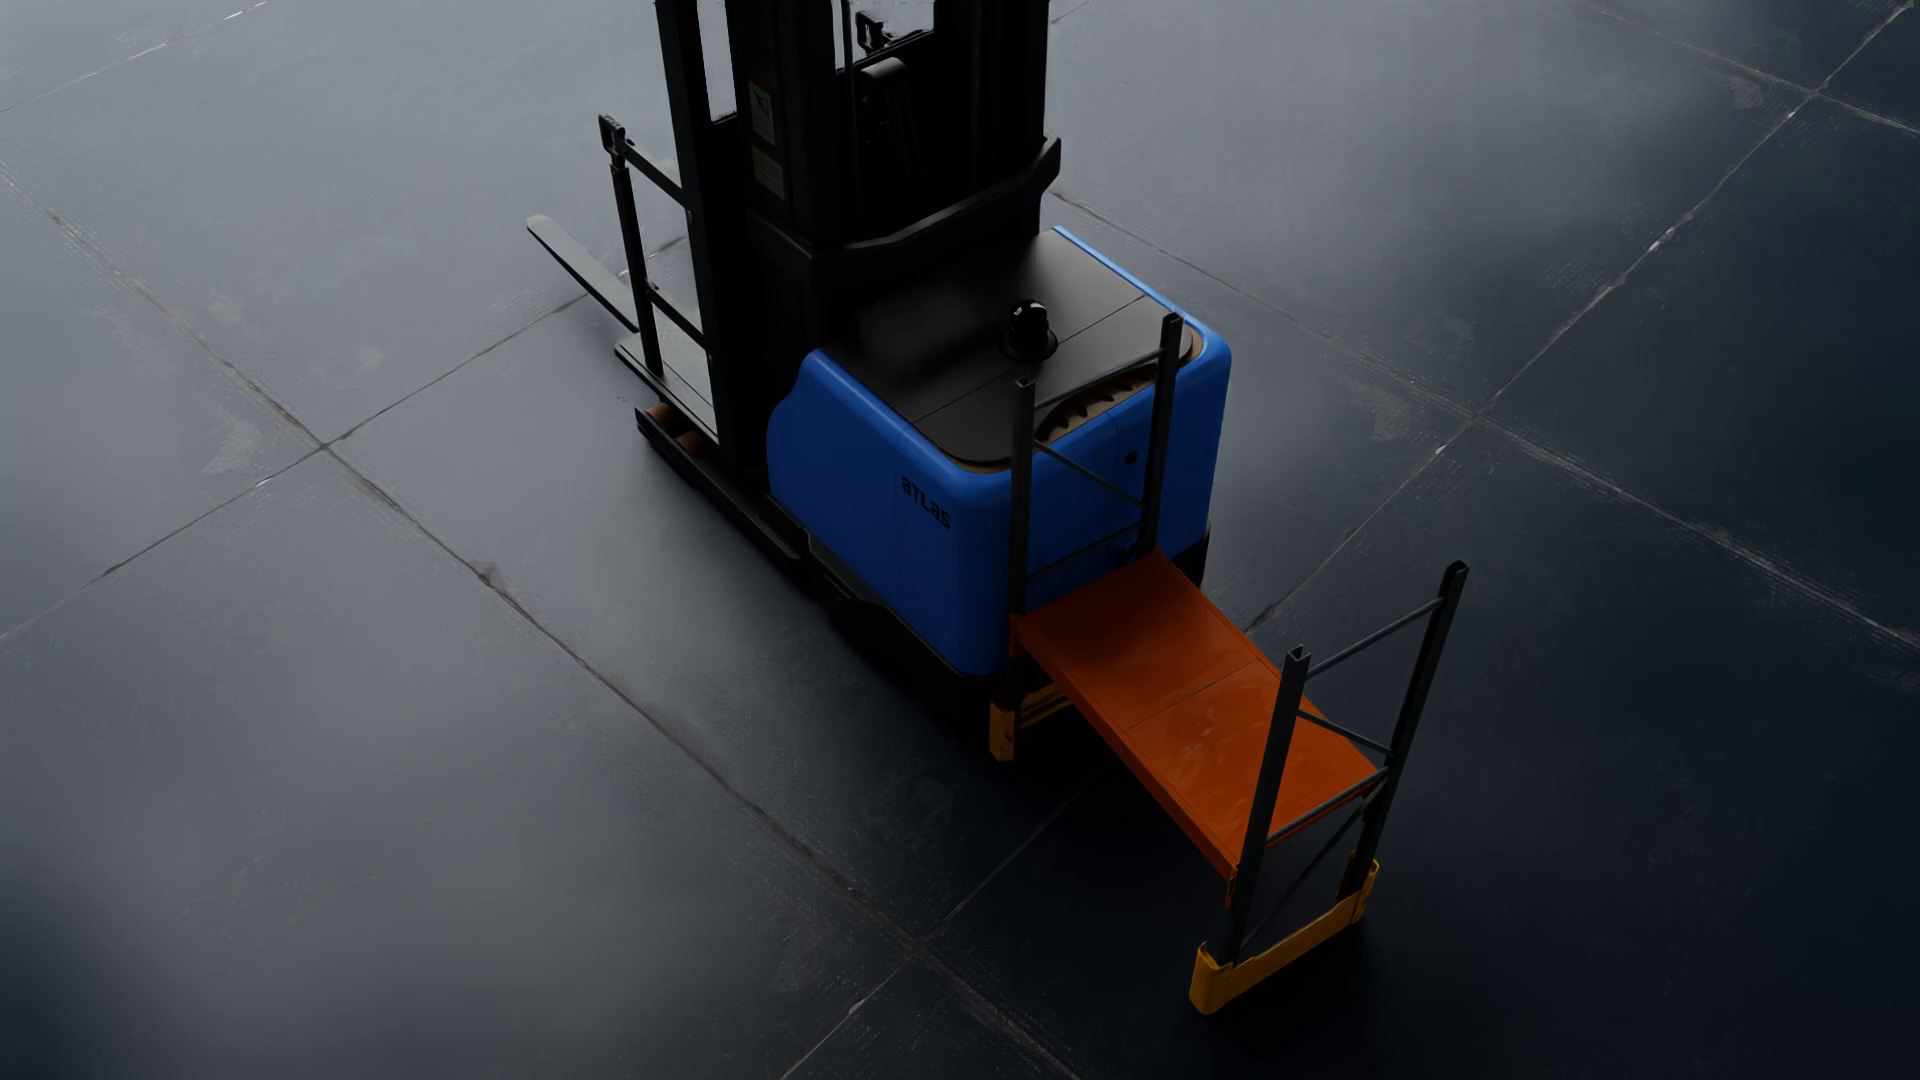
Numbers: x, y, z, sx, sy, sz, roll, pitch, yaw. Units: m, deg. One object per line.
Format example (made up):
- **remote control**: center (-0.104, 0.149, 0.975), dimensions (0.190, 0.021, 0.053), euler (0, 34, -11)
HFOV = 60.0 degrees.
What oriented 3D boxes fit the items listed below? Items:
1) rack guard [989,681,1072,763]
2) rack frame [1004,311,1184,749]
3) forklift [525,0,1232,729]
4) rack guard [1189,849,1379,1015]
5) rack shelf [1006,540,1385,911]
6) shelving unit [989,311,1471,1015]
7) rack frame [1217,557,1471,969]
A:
- **rack guard**: center (0.351, 0.464, 5.143), dimensions (0.587, 0.250, 0.087), euler (-25, 52, -22)
- **rack frame**: center (0.350, 0.035, 4.688), dimensions (0.500, 1.500, 0.032), euler (-25, 52, -22)
- **forklift**: center (-0.517, -1.436, 5.088), dimensions (1.130, 2.935, 3.031), euler (-31, 54, -26)
- **rack guard**: center (0.890, 1.075, 4.569), dimensions (0.587, 0.250, 0.087), euler (-25, 52, -22)
- **rack shelf**: center (0.625, 0.470, 4.526), dimensions (0.538, 0.185, 1.000), euler (-25, 52, -22)
- **shelving unit**: center (0.620, 0.342, 4.400), dimensions (0.587, 1.500, 1.083), euler (-25, 52, -22)
- **rack frame**: center (0.900, 0.659, 4.103), dimensions (0.500, 1.500, 0.032), euler (-25, 52, -22)
